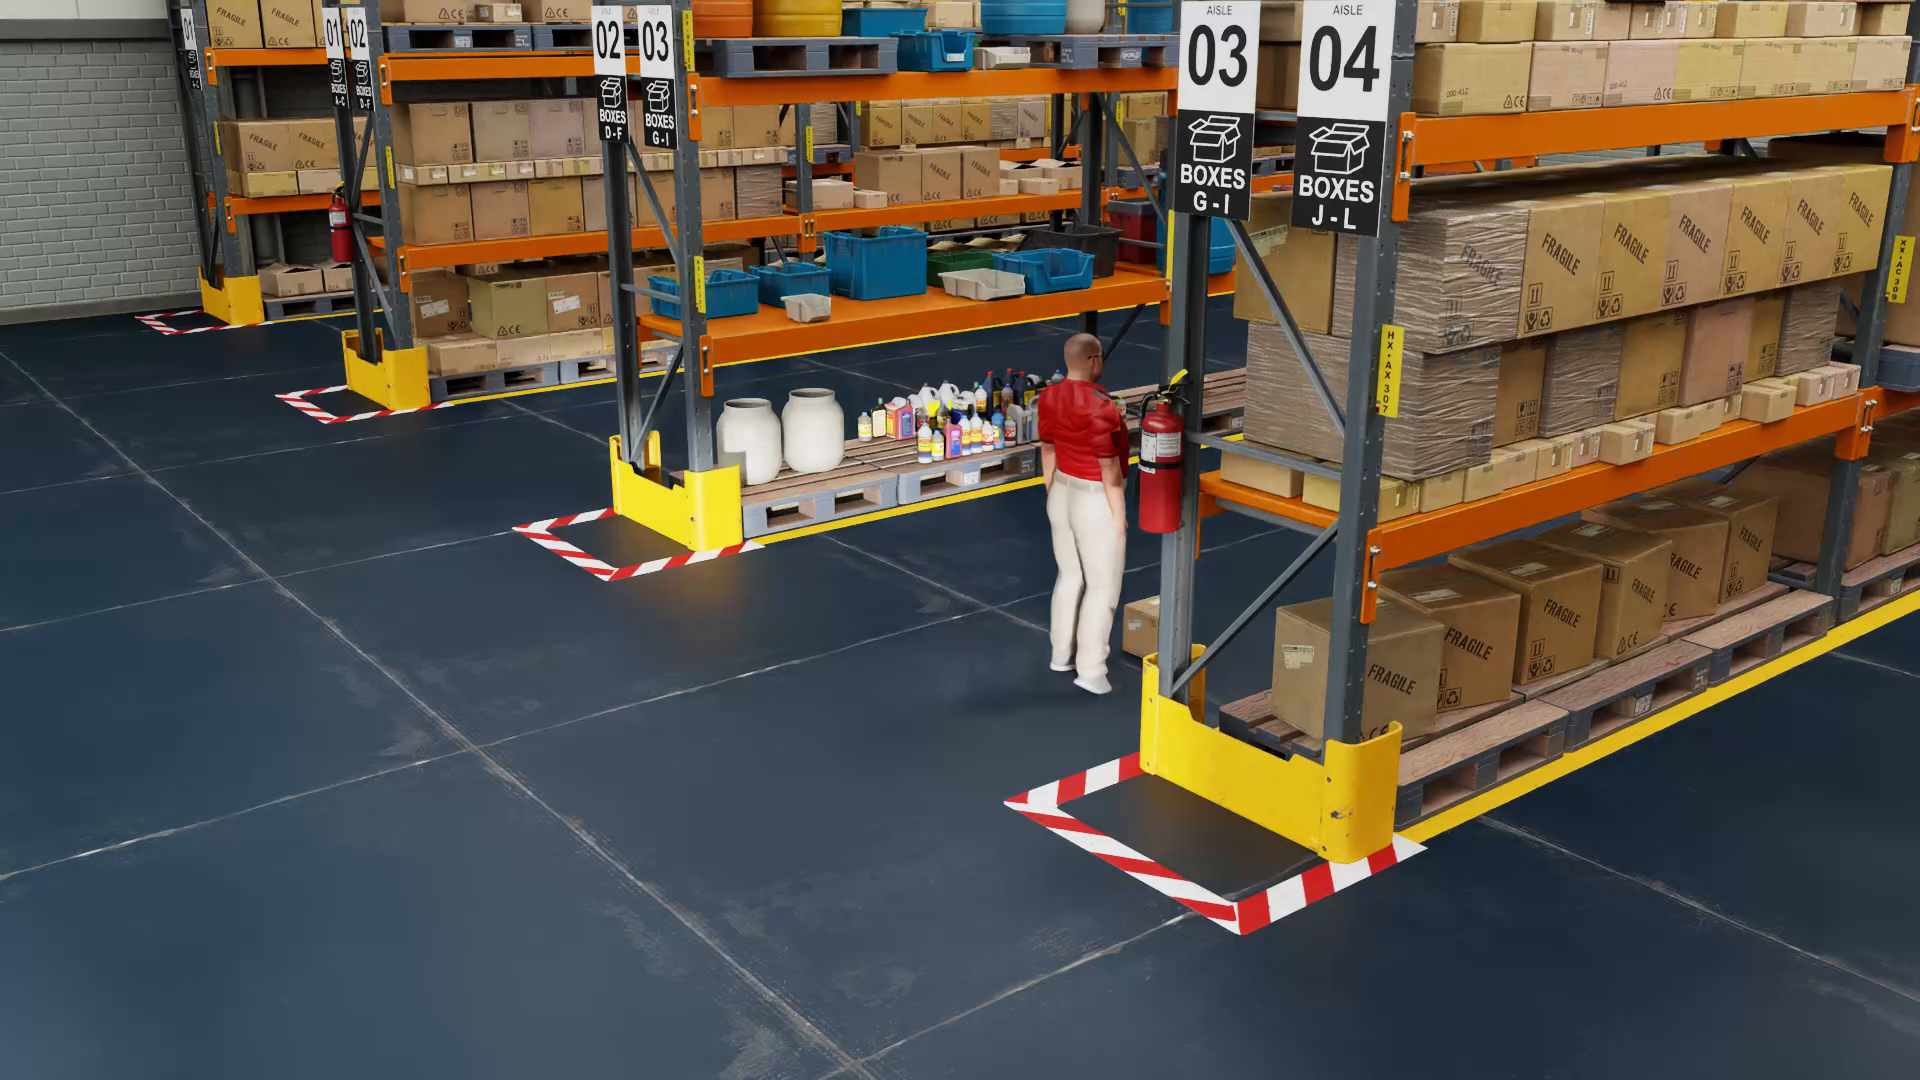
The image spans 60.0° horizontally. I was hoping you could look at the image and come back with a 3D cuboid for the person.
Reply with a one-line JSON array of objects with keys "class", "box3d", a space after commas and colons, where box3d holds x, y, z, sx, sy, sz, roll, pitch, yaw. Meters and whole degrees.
[{"class": "person", "box3d": [0.614, -0.123, 8.081, 0.435, 1.793, 0.535, -13, 22, -36]}]
